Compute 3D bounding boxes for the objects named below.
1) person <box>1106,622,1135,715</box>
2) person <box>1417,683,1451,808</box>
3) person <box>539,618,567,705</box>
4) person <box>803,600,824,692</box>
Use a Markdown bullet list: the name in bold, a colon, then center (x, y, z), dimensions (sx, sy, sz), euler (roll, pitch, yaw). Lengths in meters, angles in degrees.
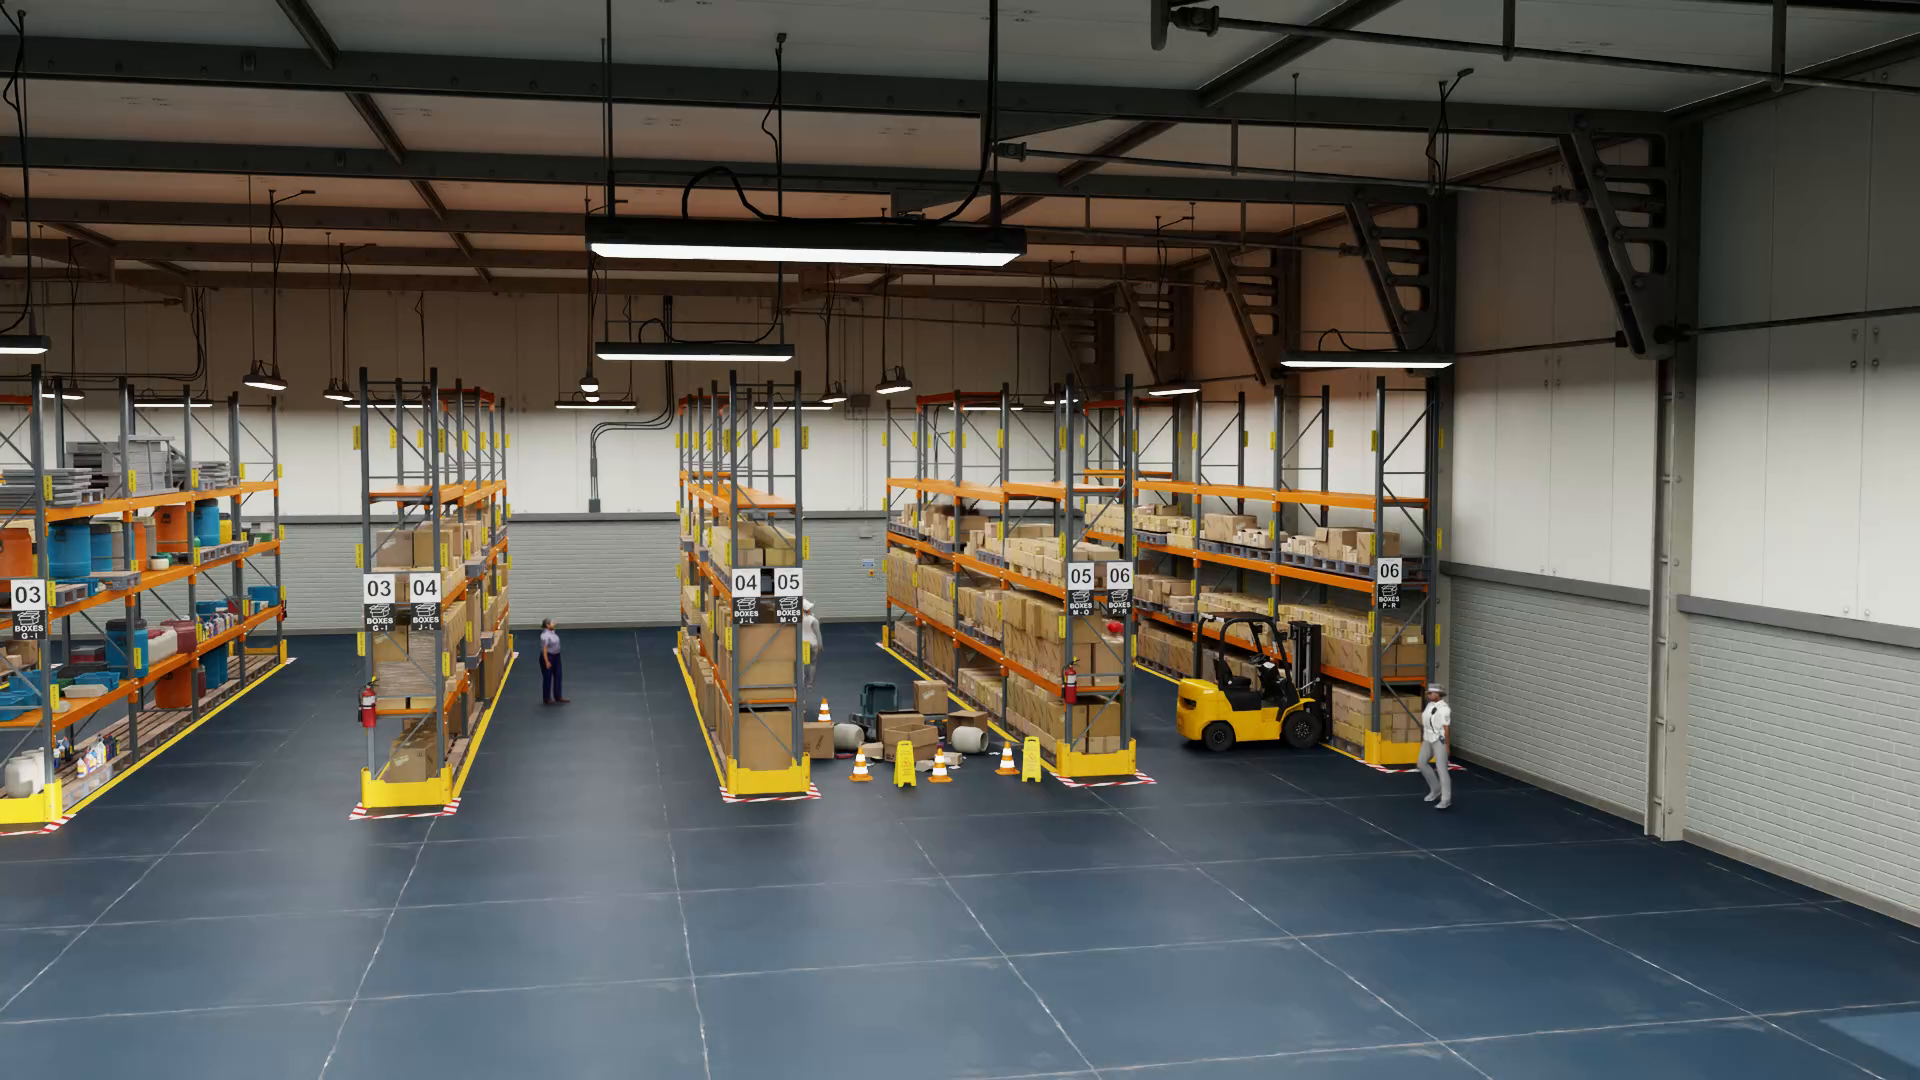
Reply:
- **person**: center (2.800, 2.343, 30.109), dimensions (0.693, 1.749, 0.618), euler (0, 3, -6)
- **person**: center (6.552, 2.802, 22.798), dimensions (0.397, 1.690, 0.572), euler (-1, 4, -15)
- **person**: center (-7.801, 2.301, 31.746), dimensions (0.387, 1.648, 0.546), euler (2, 4, 26)
- **person**: center (-2.913, 2.023, 31.769), dimensions (0.619, 1.756, 0.472), euler (0, 3, -7)
